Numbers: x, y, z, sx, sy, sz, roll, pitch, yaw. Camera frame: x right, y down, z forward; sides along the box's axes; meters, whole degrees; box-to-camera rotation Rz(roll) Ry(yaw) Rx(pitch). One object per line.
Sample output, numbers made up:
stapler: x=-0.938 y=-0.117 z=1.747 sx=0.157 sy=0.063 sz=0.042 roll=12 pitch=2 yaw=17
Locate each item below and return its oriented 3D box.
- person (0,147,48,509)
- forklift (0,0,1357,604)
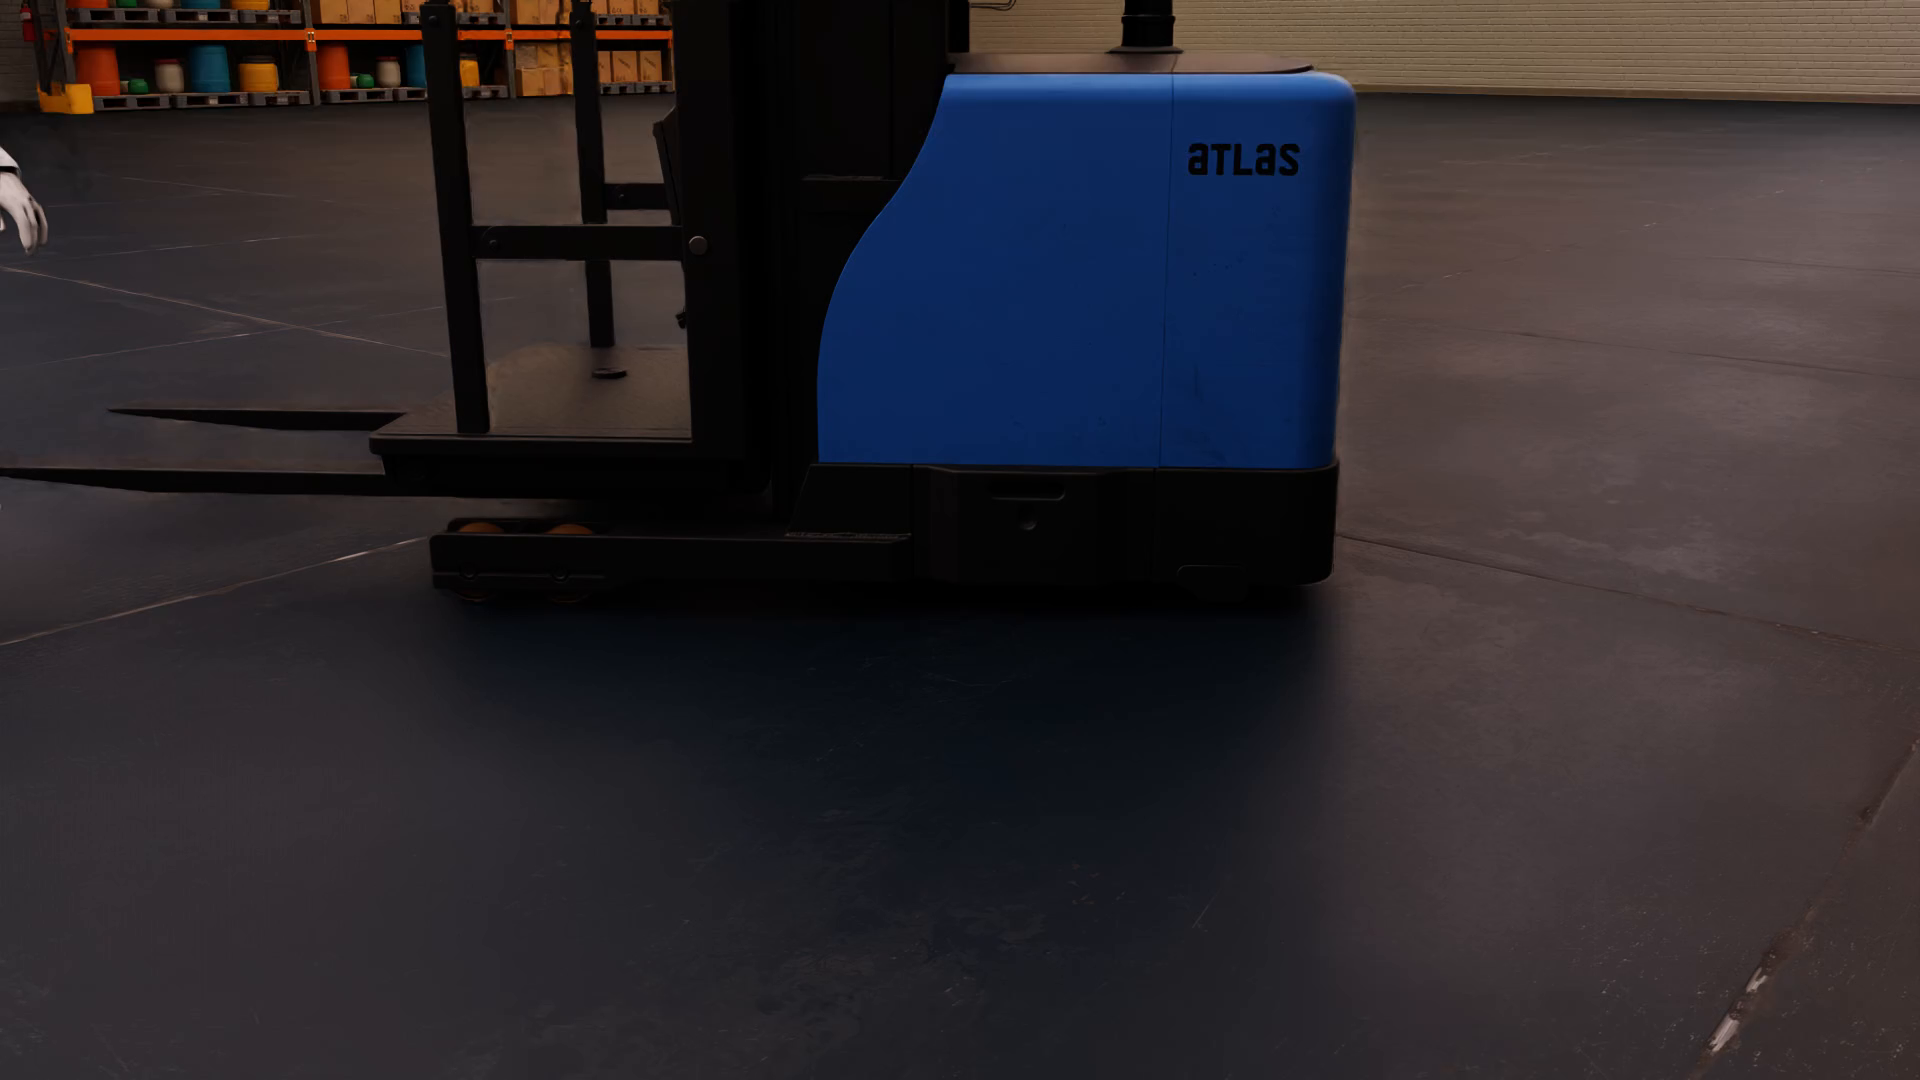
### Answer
person: x=-2.162 y=-0.455 z=2.881 sx=0.890 sy=1.369 sz=0.928 roll=11 pitch=20 yaw=33
forklift: x=-0.708 y=-1.419 z=3.570 sx=3.031 sy=2.935 sz=1.130 roll=1 pitch=17 yaw=4
